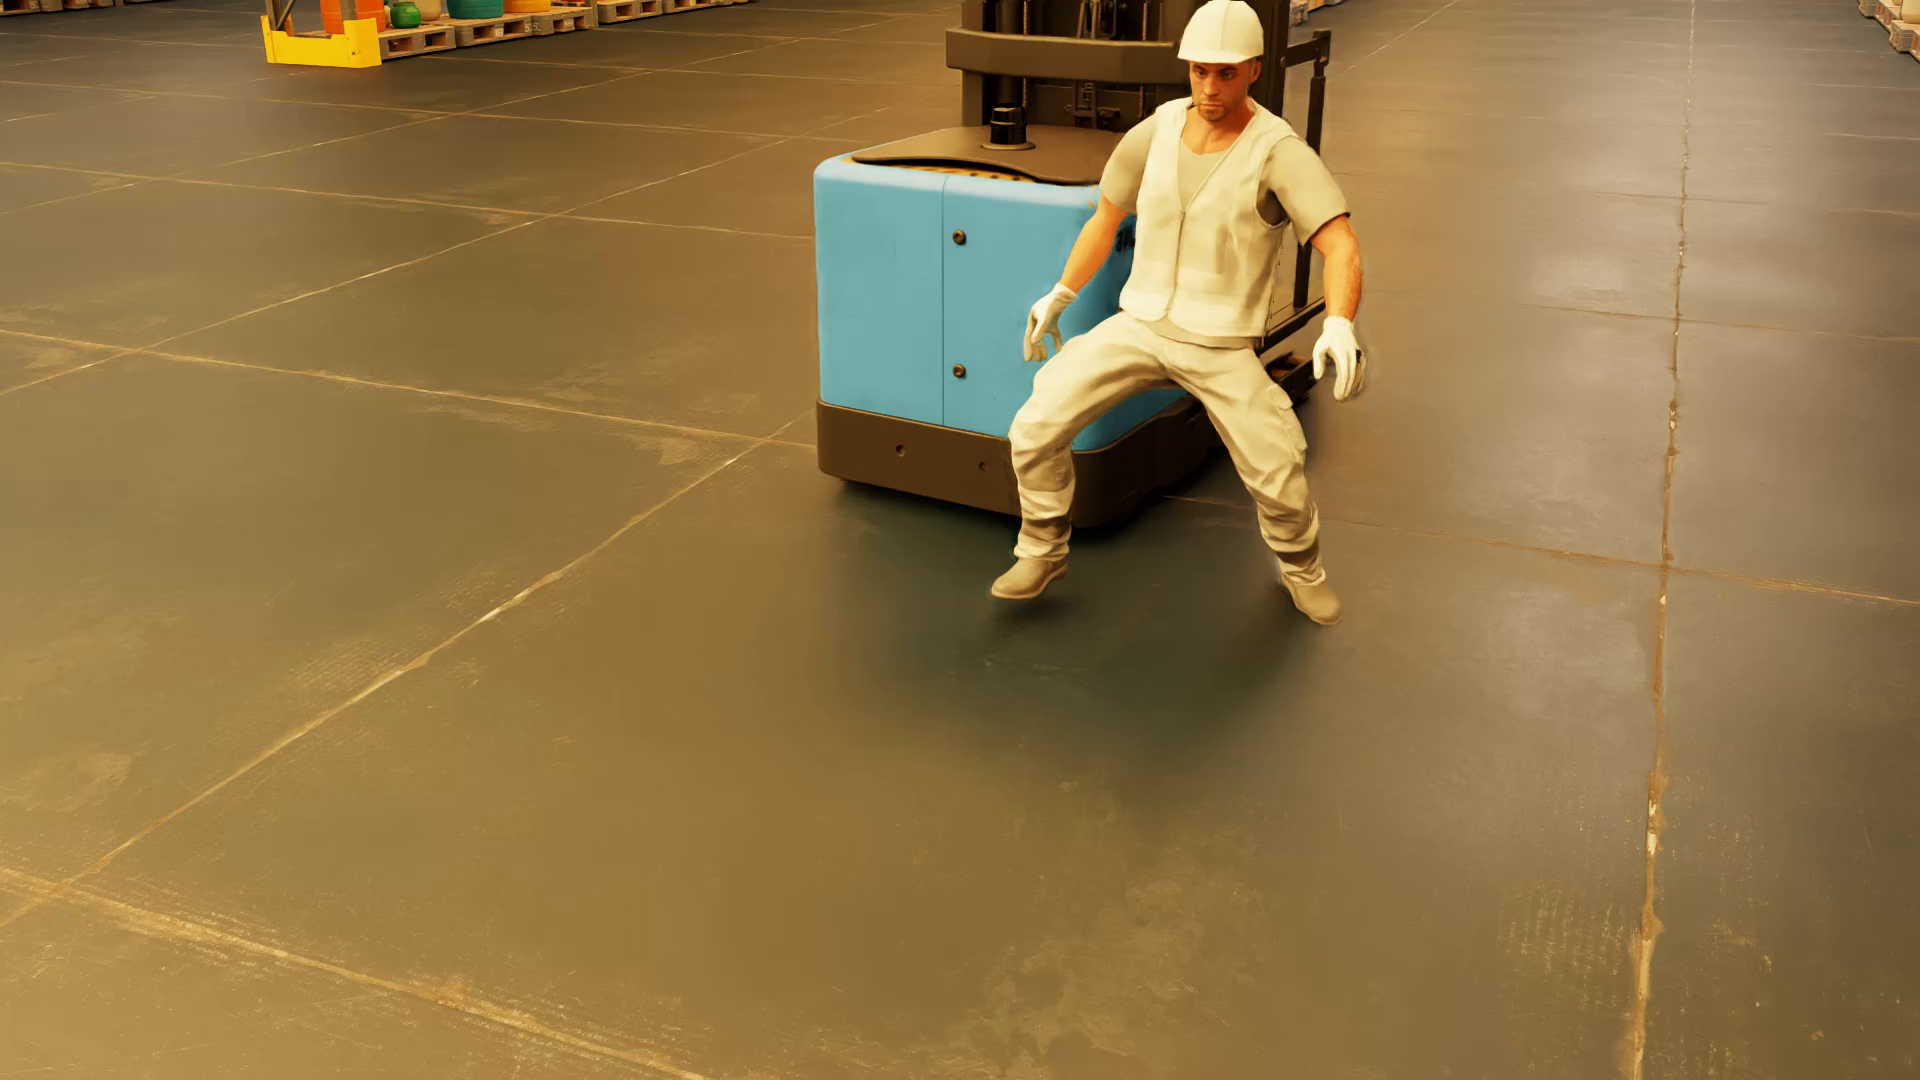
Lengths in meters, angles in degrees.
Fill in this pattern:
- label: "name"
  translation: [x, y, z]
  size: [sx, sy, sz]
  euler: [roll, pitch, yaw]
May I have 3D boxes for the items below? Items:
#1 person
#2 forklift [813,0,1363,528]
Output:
- label: "person"
  translation: [0.639, -0.545, 4.308]
  size: [0.974, 1.646, 0.729]
  euler: [14, 26, 30]
- label: "forklift"
  translation: [0.722, -1.911, 5.865]
  size: [1.130, 2.935, 3.031]
  euler: [13, 26, 28]
